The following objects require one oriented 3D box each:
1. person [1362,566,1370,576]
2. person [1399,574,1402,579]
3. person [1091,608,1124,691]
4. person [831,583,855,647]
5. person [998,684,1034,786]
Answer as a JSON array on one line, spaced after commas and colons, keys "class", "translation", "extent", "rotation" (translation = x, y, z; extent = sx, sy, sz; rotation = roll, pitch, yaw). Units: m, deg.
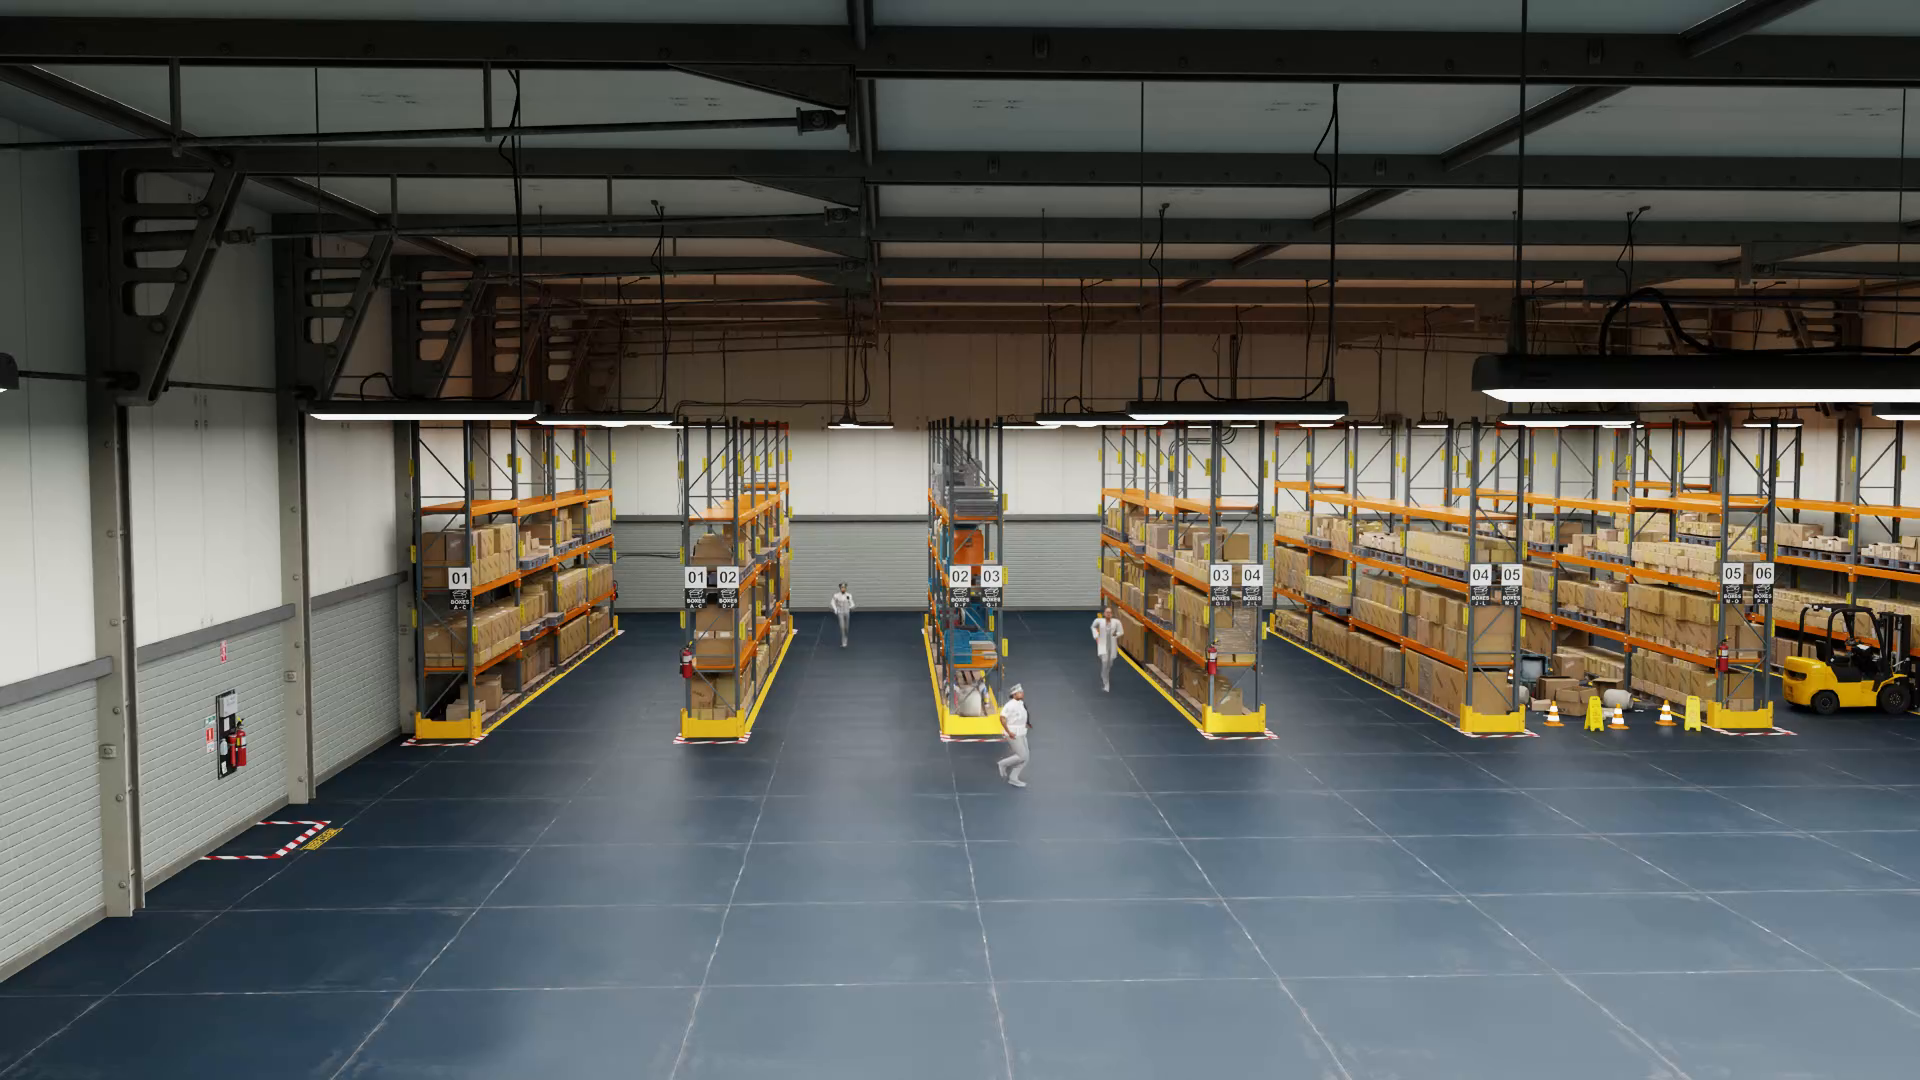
[{"class": "person", "translation": [11.953, 1.637, 49.082], "extent": [0.956, 1.719, 0.651], "rotation": [0, 4, -2]}, {"class": "person", "translation": [13.162, 1.739, 49.346], "extent": [0.604, 1.562, 0.571], "rotation": [1, 4, 9]}, {"class": "person", "translation": [3.311, 2.425, 37.174], "extent": [0.668, 1.837, 1.085], "rotation": [-1, 4, -9]}, {"class": "person", "translation": [-3.129, 1.980, 44.504], "extent": [0.620, 1.700, 0.774], "rotation": [-1, 4, -12]}, {"class": "person", "translation": [0.911, 3.144, 26.866], "extent": [0.533, 1.662, 0.625], "rotation": [2, 4, 29]}]
